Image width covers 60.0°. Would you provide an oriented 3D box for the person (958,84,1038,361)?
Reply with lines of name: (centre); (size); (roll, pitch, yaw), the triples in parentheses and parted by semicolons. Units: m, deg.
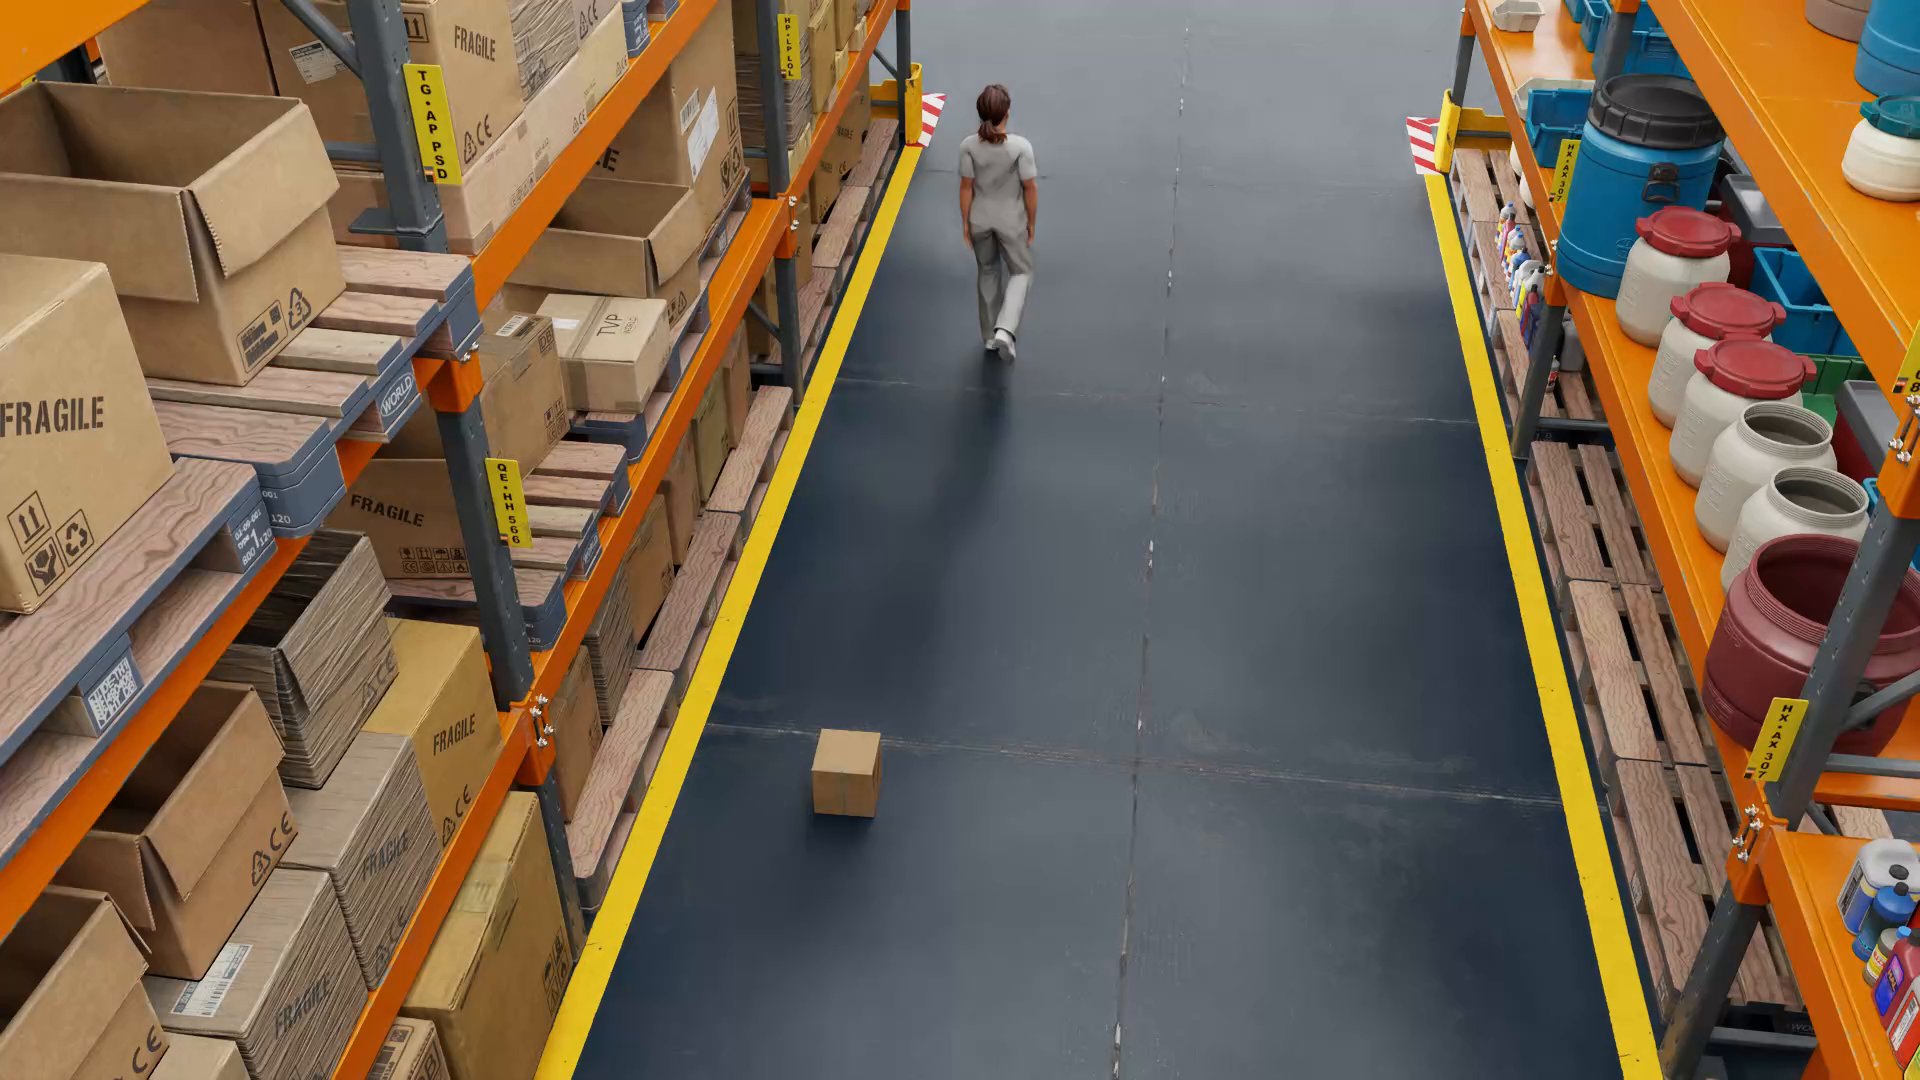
person: (0.212, -1.779, 9.442); (0.443, 1.655, 0.680); (7, 37, 10)
